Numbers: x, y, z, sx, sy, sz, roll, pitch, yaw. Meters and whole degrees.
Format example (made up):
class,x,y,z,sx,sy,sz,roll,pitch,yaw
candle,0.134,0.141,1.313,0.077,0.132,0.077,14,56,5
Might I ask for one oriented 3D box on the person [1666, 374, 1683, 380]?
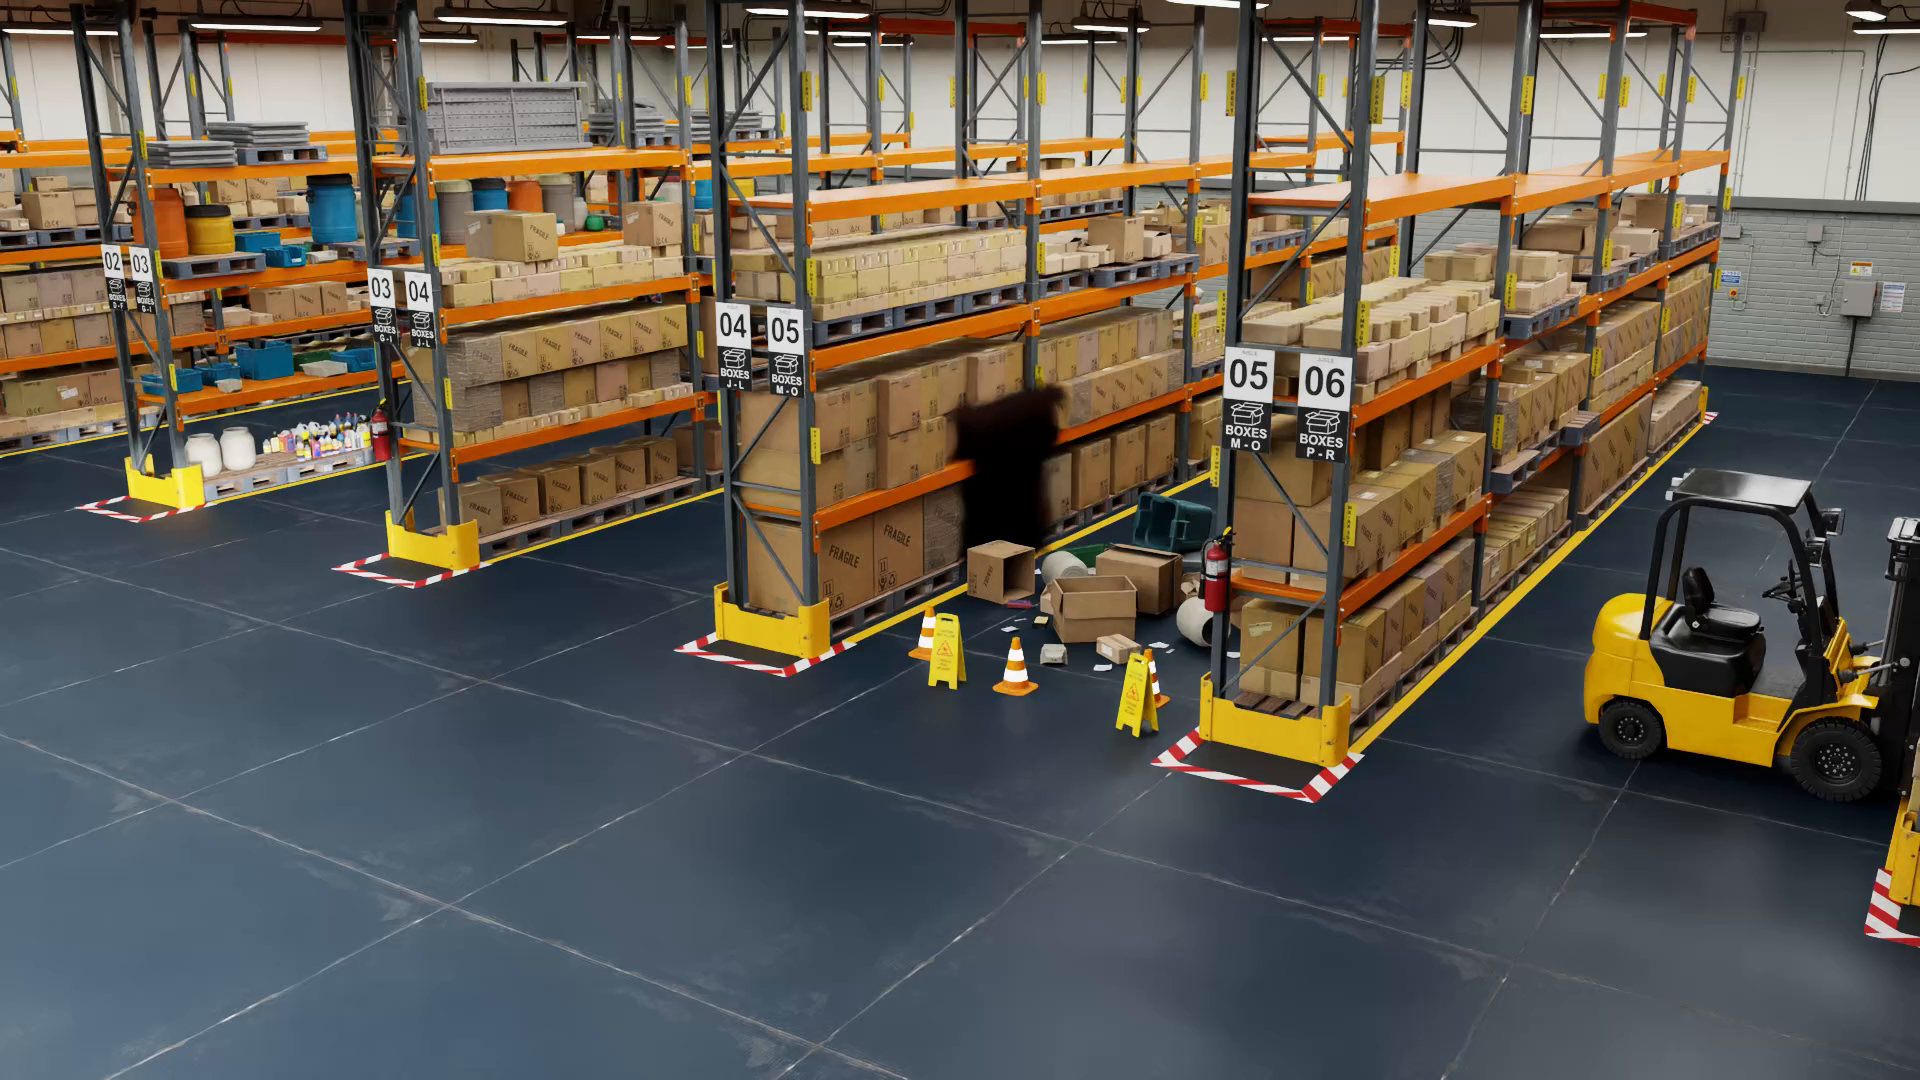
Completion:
class,x,y,z,sx,sy,sz,roll,pitch,yaw
person,11.567,-3.097,27.033,0.807,1.752,0.617,10,18,31

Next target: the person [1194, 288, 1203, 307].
class,x,y,z,sx,sy,sz,roll,pitch,yaw
person,3.923,-3.308,27.752,0.361,1.799,0.585,2,16,7

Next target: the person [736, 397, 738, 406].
class,x,y,z,sx,sy,sz,roll,pitch,yaw
person,-3.365,-2.507,25.124,0.557,1.665,0.496,12,20,37
